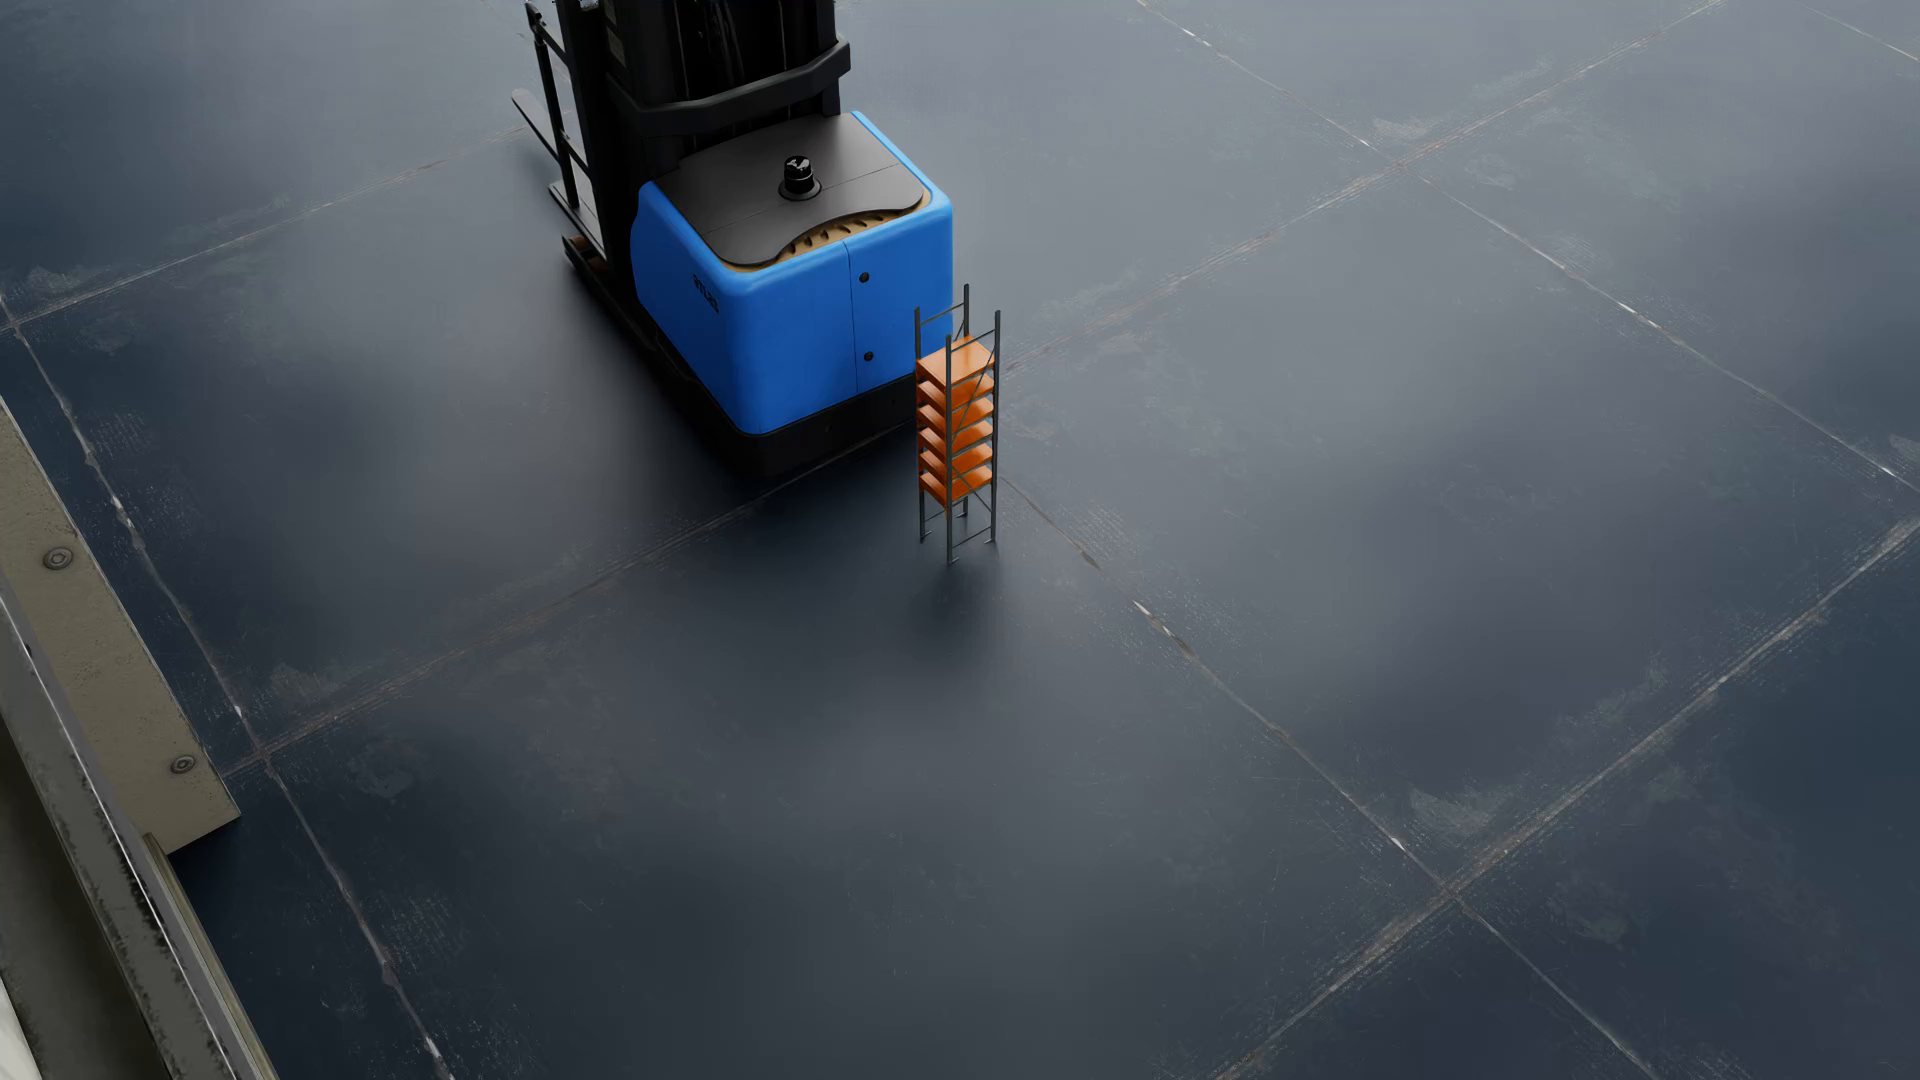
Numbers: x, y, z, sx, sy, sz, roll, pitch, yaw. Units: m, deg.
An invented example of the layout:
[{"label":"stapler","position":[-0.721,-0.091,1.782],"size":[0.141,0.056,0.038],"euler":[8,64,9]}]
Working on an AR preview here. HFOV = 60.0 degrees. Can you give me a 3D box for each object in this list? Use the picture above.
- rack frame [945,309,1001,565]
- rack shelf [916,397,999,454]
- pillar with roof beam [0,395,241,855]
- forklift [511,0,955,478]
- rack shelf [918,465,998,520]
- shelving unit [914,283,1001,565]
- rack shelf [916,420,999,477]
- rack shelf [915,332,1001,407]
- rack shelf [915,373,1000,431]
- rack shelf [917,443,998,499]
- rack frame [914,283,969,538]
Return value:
[{"label":"rack frame","position":[0.047,-0.358,6.263],"size":[0.240,1.200,0.006],"euler":[-29,54,-24]},{"label":"rack shelf","position":[-0.009,-0.462,6.256],"size":[0.258,0.103,0.180],"euler":[-29,54,-24]},{"label":"pillar with roof beam","position":[0.648,-4.032,4.330],"size":[9.100,9.000,0.400],"euler":[-29,54,-24]},{"label":"forklift","position":[-1.219,-2.317,6.871],"size":[1.130,2.935,3.031],"euler":[-25,52,-21]},{"label":"rack shelf","position":[-0.009,-0.220,6.523],"size":[0.258,0.103,0.180],"euler":[-29,54,-24]},{"label":"shelving unit","position":[-0.009,-0.412,6.312],"size":[0.258,1.200,0.189],"euler":[-29,54,-24]},{"label":"rack shelf","position":[-0.009,-0.382,6.345],"size":[0.258,0.103,0.180],"euler":[-29,54,-24]},{"label":"rack shelf","position":[-0.009,-0.623,6.078],"size":[0.258,0.103,0.180],"euler":[-29,54,-24]},{"label":"rack shelf","position":[-0.009,-0.543,6.167],"size":[0.258,0.103,0.180],"euler":[-29,54,-24]},{"label":"rack shelf","position":[-0.009,-0.301,6.434],"size":[0.258,0.103,0.180],"euler":[-29,54,-24]},{"label":"rack frame","position":[-0.064,-0.465,6.361],"size":[0.240,1.200,0.006],"euler":[-29,54,-24]}]
